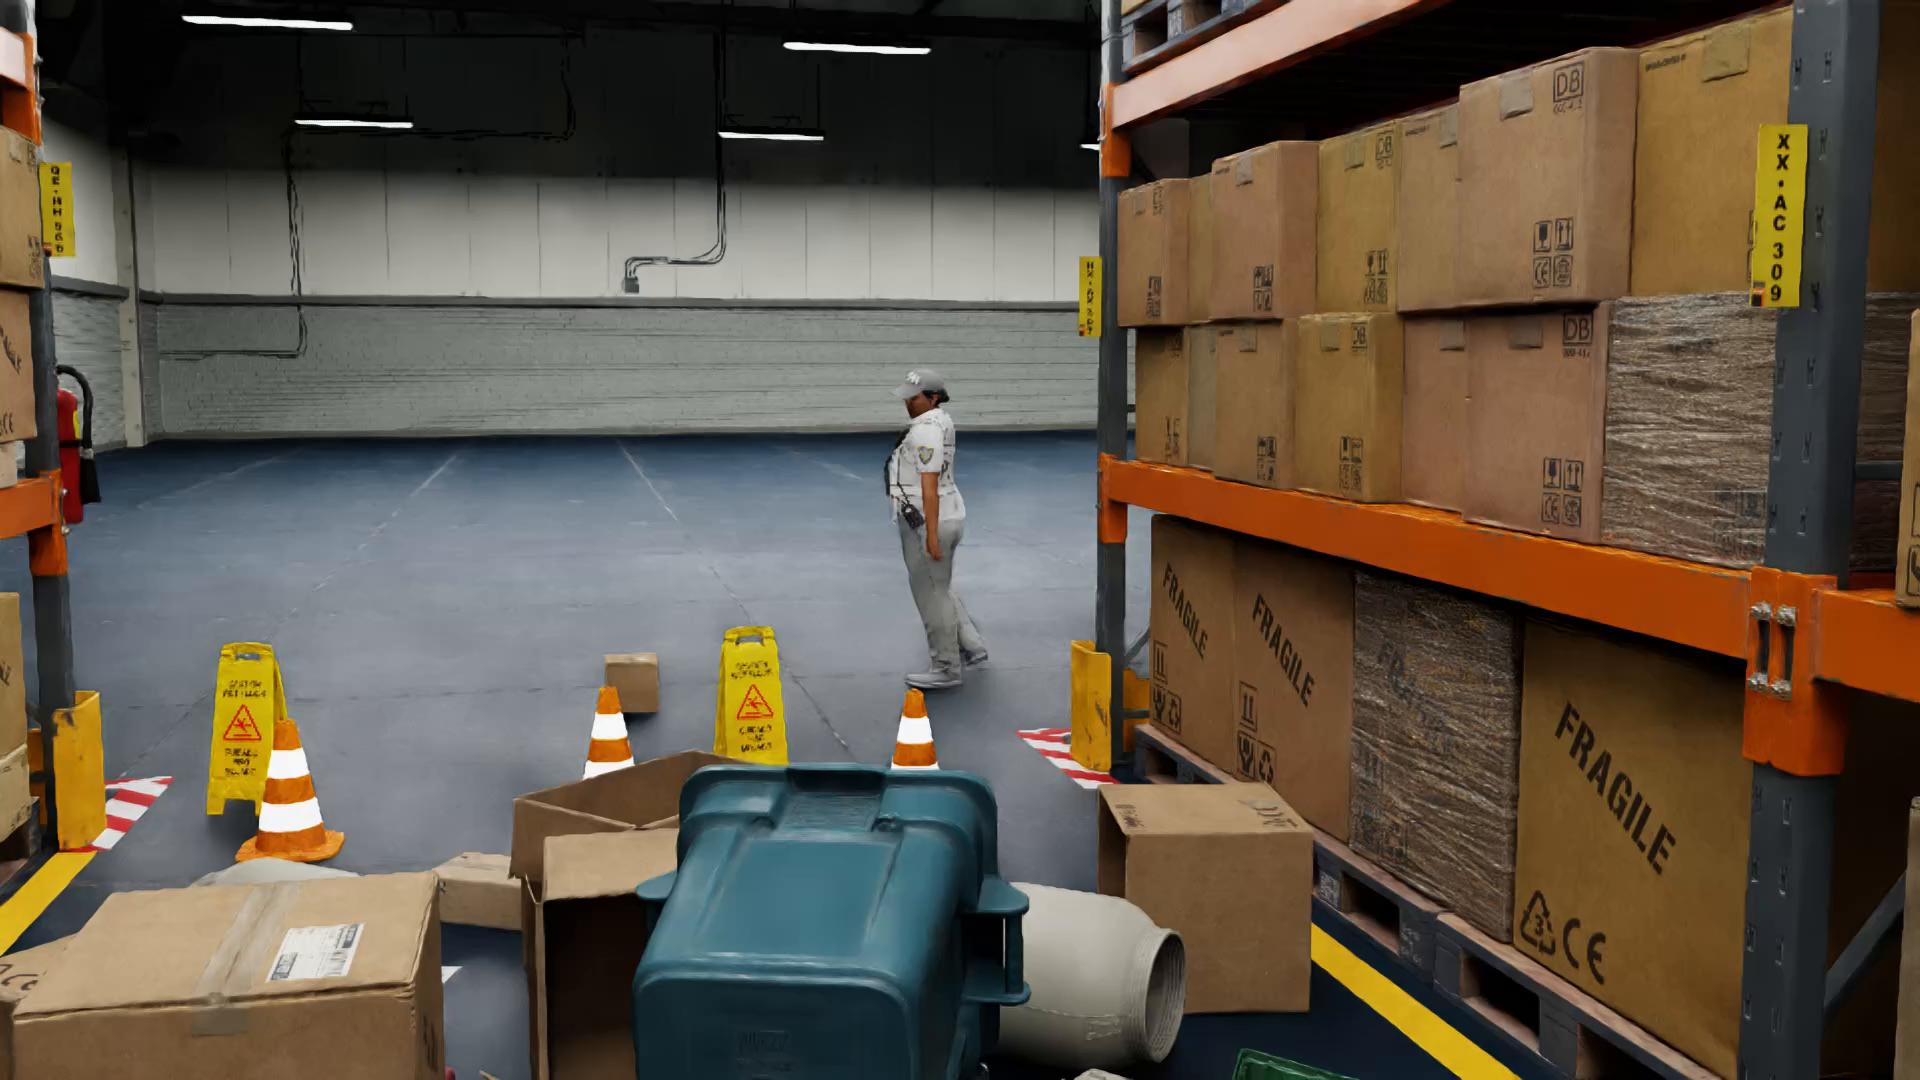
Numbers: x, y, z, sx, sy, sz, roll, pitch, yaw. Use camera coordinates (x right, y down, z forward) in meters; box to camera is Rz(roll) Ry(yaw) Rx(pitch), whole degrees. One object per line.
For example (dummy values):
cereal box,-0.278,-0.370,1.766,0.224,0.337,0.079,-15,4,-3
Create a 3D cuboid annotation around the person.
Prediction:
person,-0.108,-0.072,8.702,0.469,1.656,0.667,1,6,12
